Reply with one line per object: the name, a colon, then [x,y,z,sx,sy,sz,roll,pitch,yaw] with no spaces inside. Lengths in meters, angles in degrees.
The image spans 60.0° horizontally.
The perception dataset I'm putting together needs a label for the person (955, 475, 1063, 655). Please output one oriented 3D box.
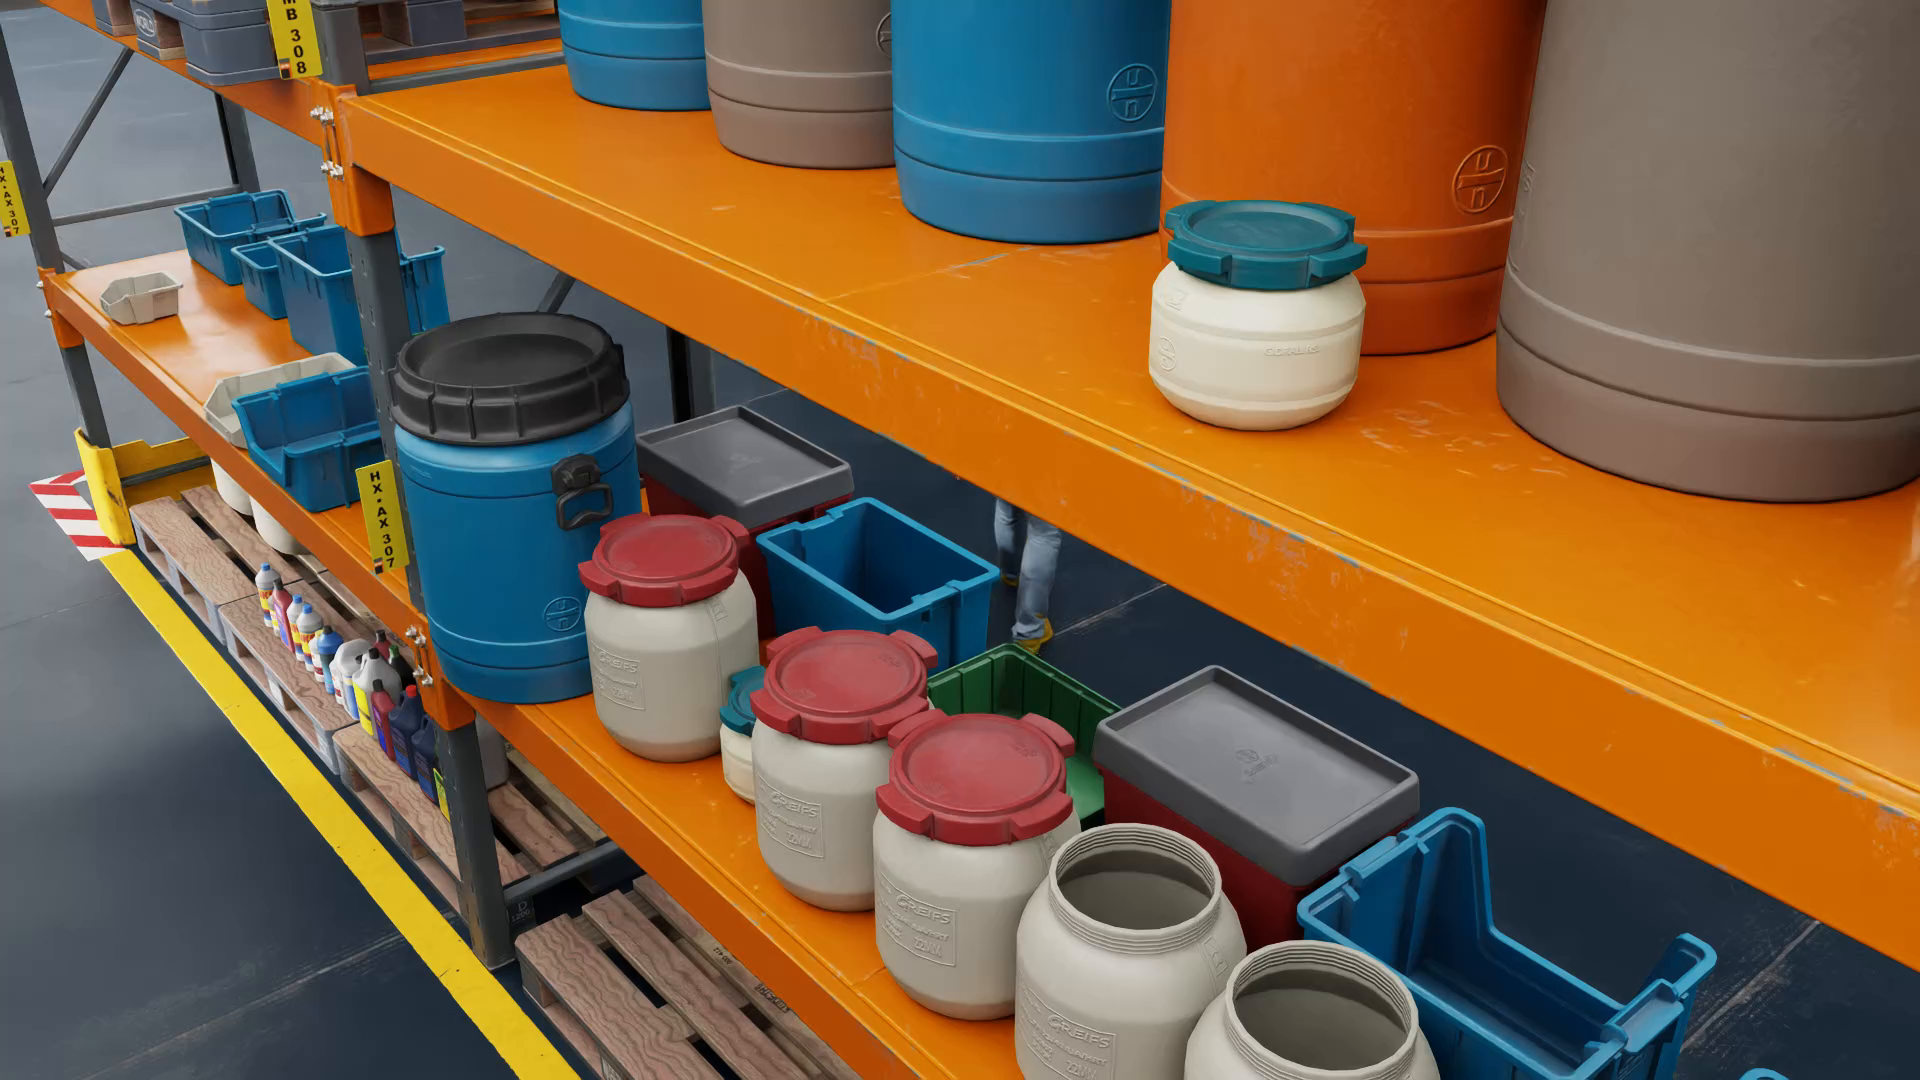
person: [0.316,-0.452,6.939,0.600,1.742,0.894,12,30,21]
